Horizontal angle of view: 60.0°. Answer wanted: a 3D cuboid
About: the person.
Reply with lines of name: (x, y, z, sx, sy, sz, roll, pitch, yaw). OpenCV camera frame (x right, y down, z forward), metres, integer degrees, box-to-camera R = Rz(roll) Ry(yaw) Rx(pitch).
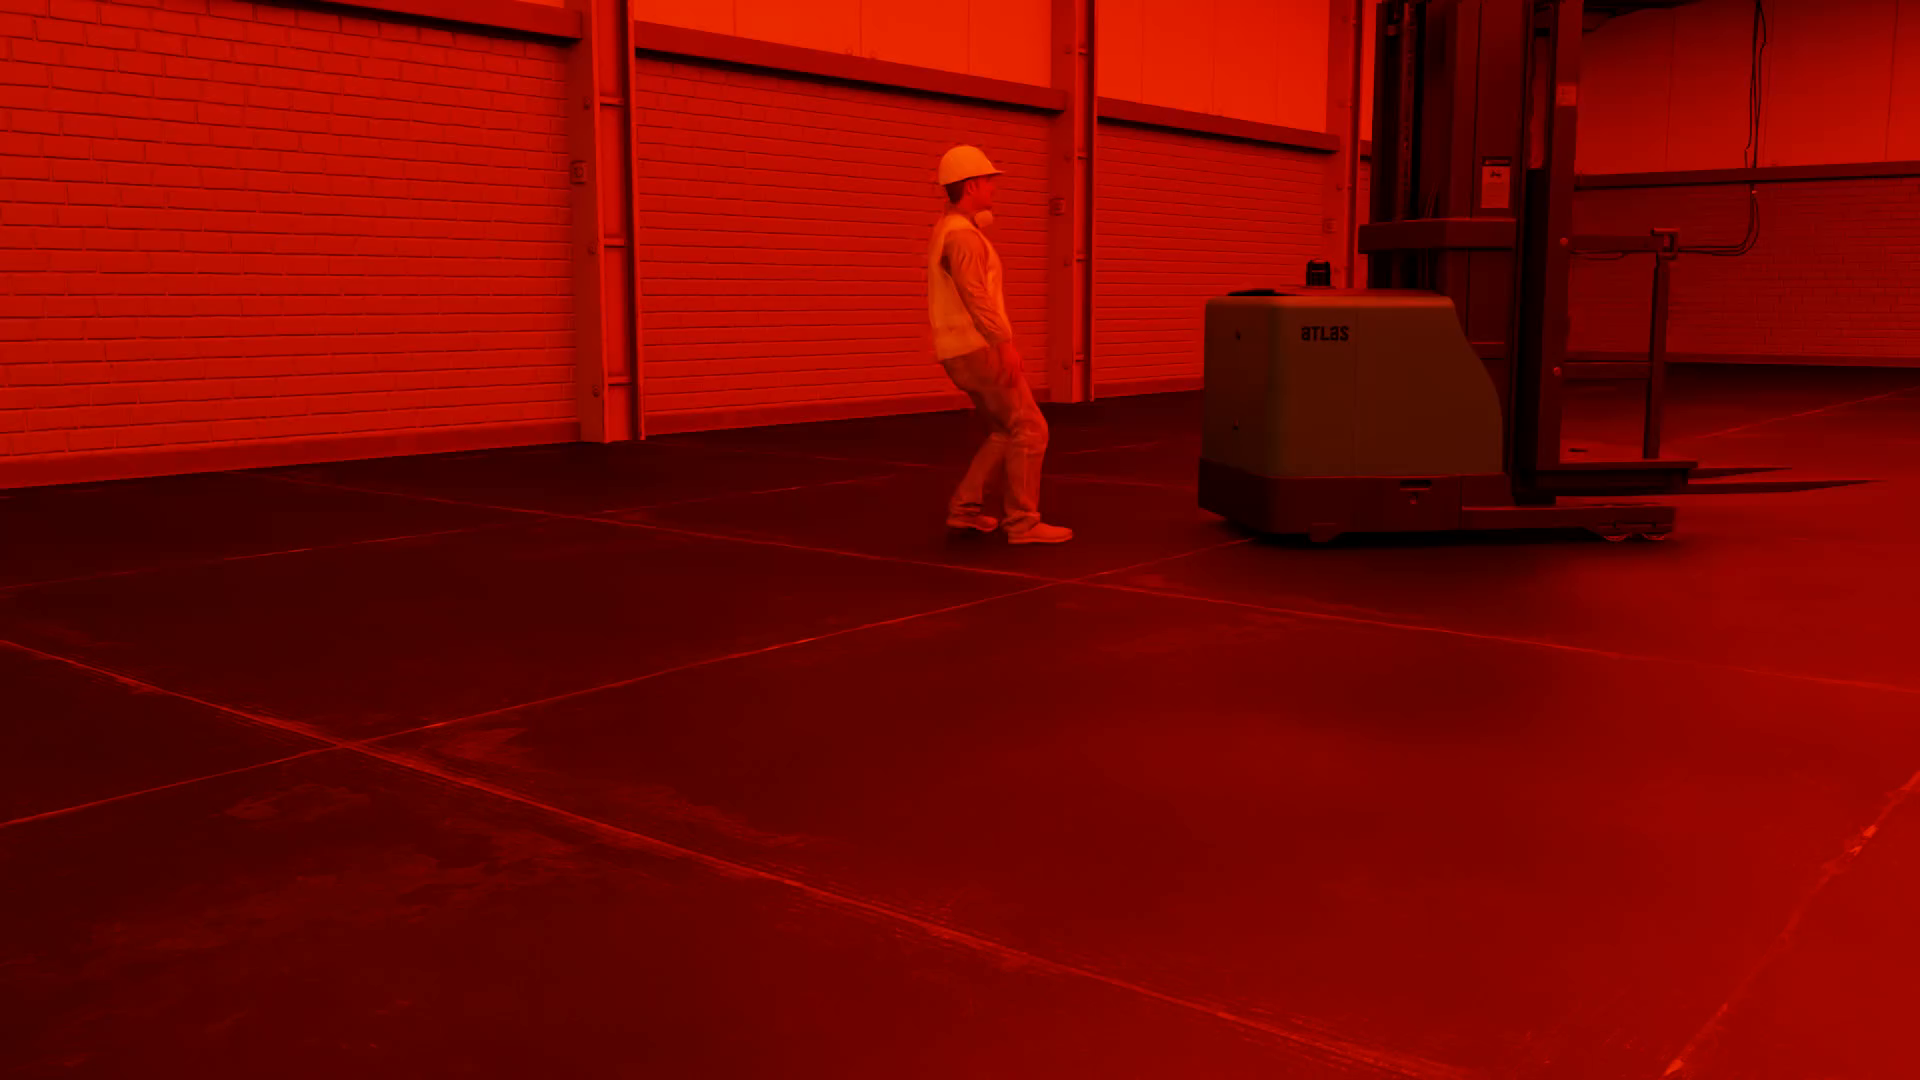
person: (0.176, -0.847, 7.282, 0.634, 1.718, 0.717, -1, 8, -4)

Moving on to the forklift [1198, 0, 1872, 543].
forklift: (2.713, -1.516, 7.642, 3.031, 2.935, 1.130, -1, 8, -10)
